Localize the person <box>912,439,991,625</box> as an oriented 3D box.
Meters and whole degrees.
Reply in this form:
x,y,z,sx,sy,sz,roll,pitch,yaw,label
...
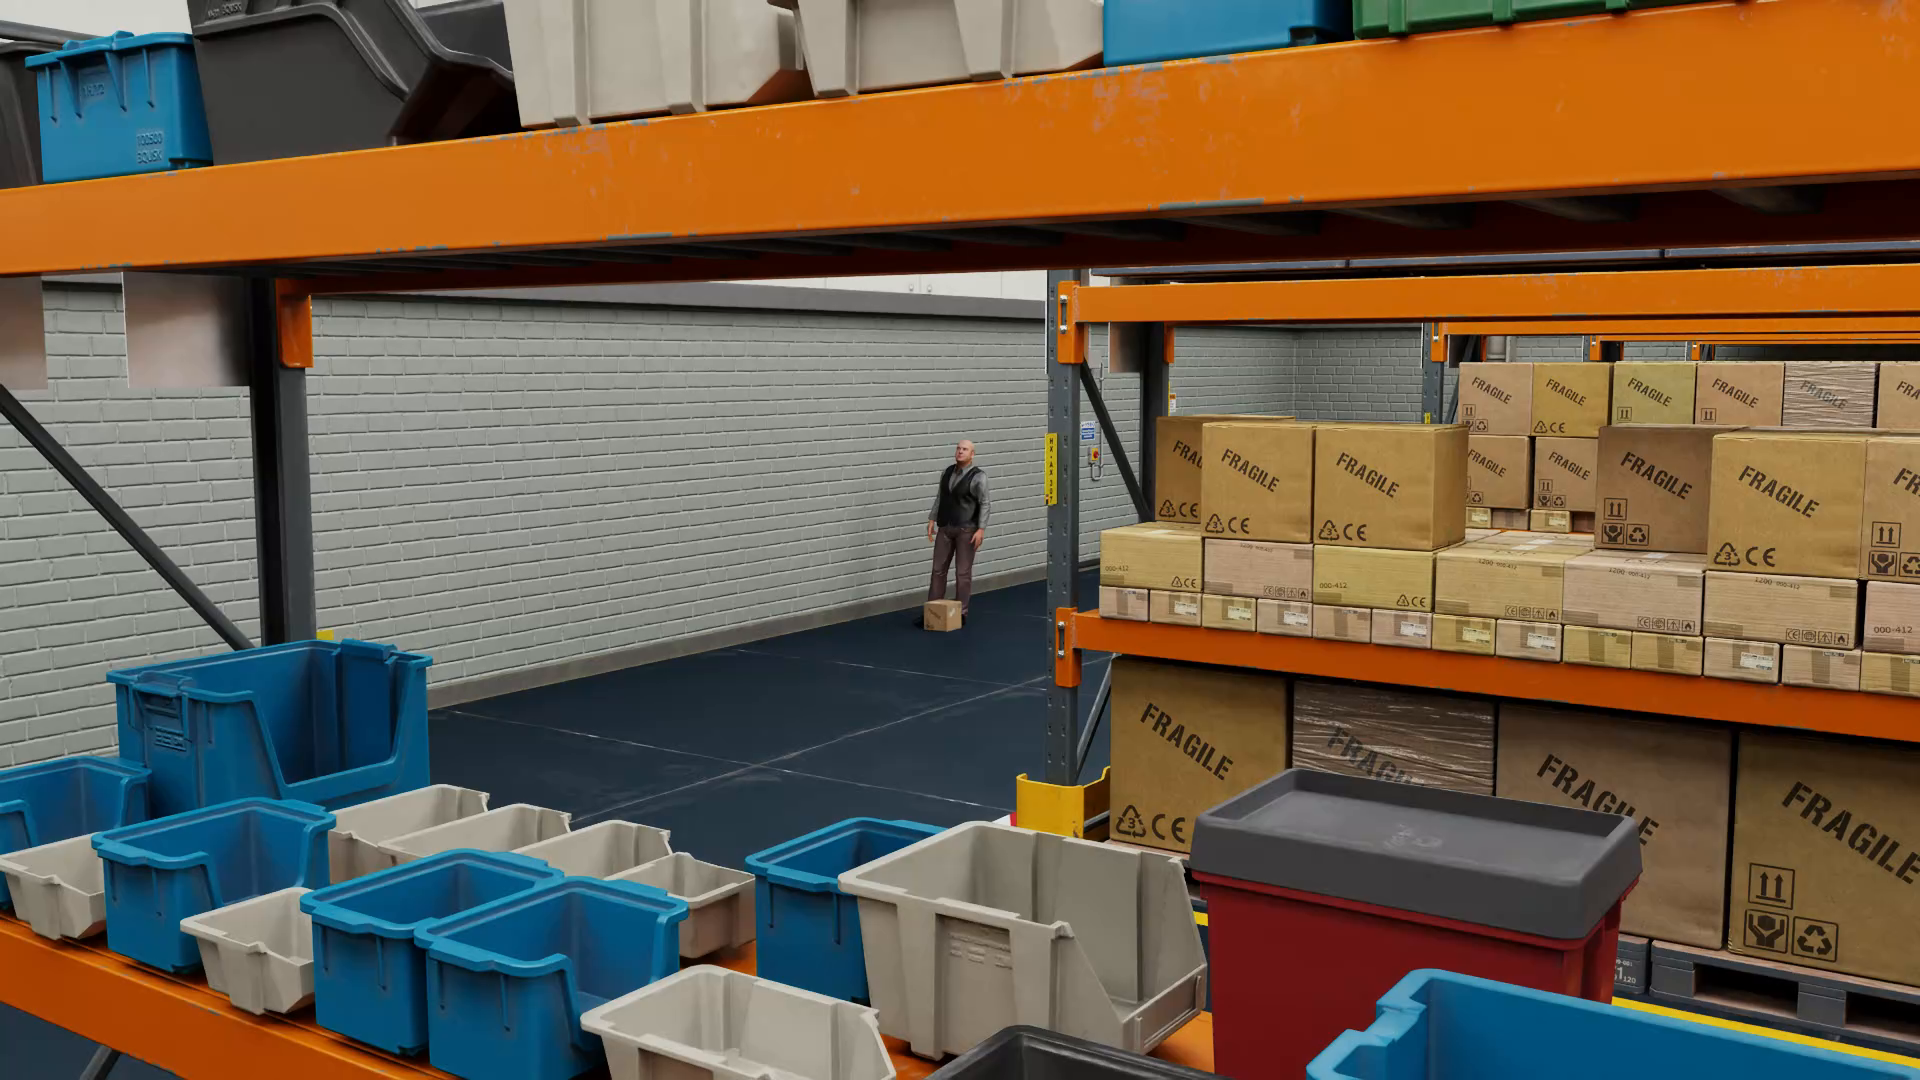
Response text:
x,y,z,sx,sy,sz,roll,pitch,yaw,label
-0.058,-0.068,15.422,0.632,1.720,0.568,4,8,34,person
